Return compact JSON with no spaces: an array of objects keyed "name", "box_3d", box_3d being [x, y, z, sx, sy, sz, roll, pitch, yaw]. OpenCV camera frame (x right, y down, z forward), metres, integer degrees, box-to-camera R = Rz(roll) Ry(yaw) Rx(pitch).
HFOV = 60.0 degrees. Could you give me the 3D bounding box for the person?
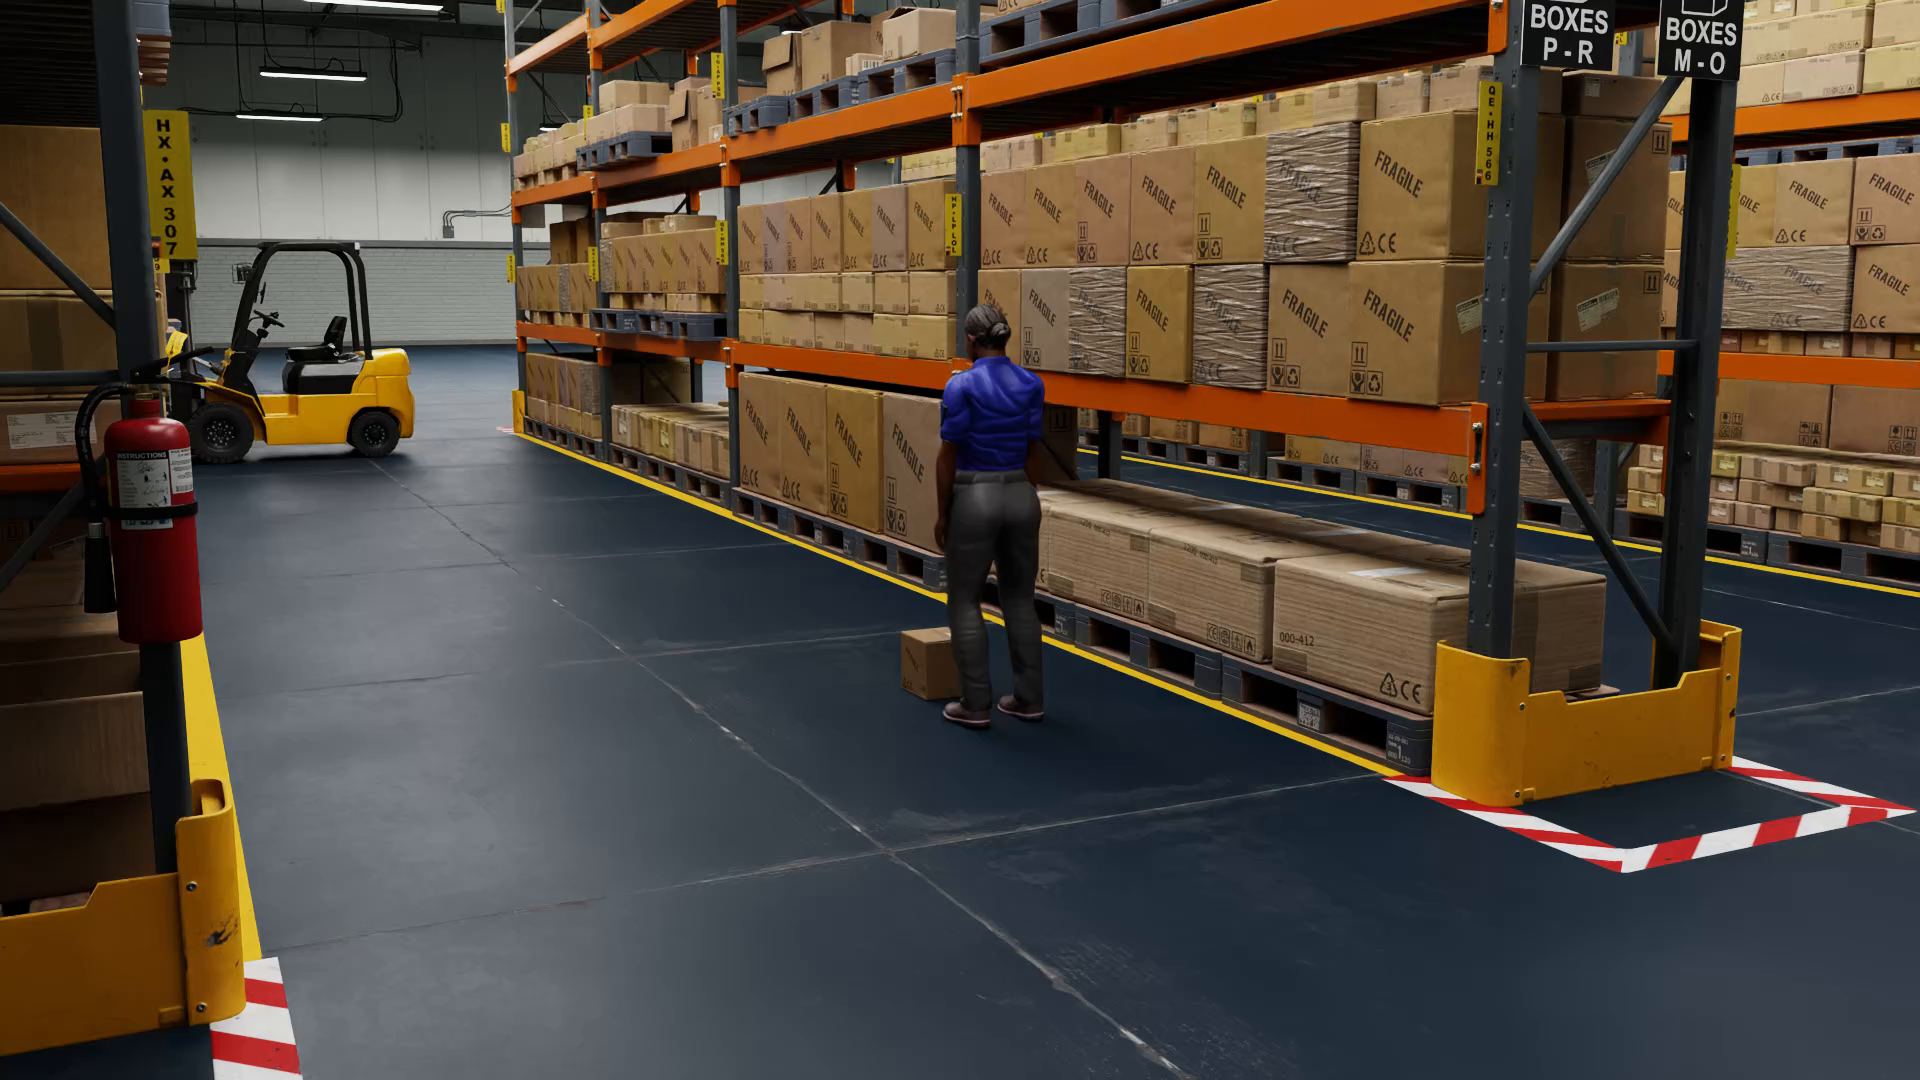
[{"name":"person","box_3d":[0.110,-0.093,6.533,0.440,1.649,0.306,-4,9,-23]}]
